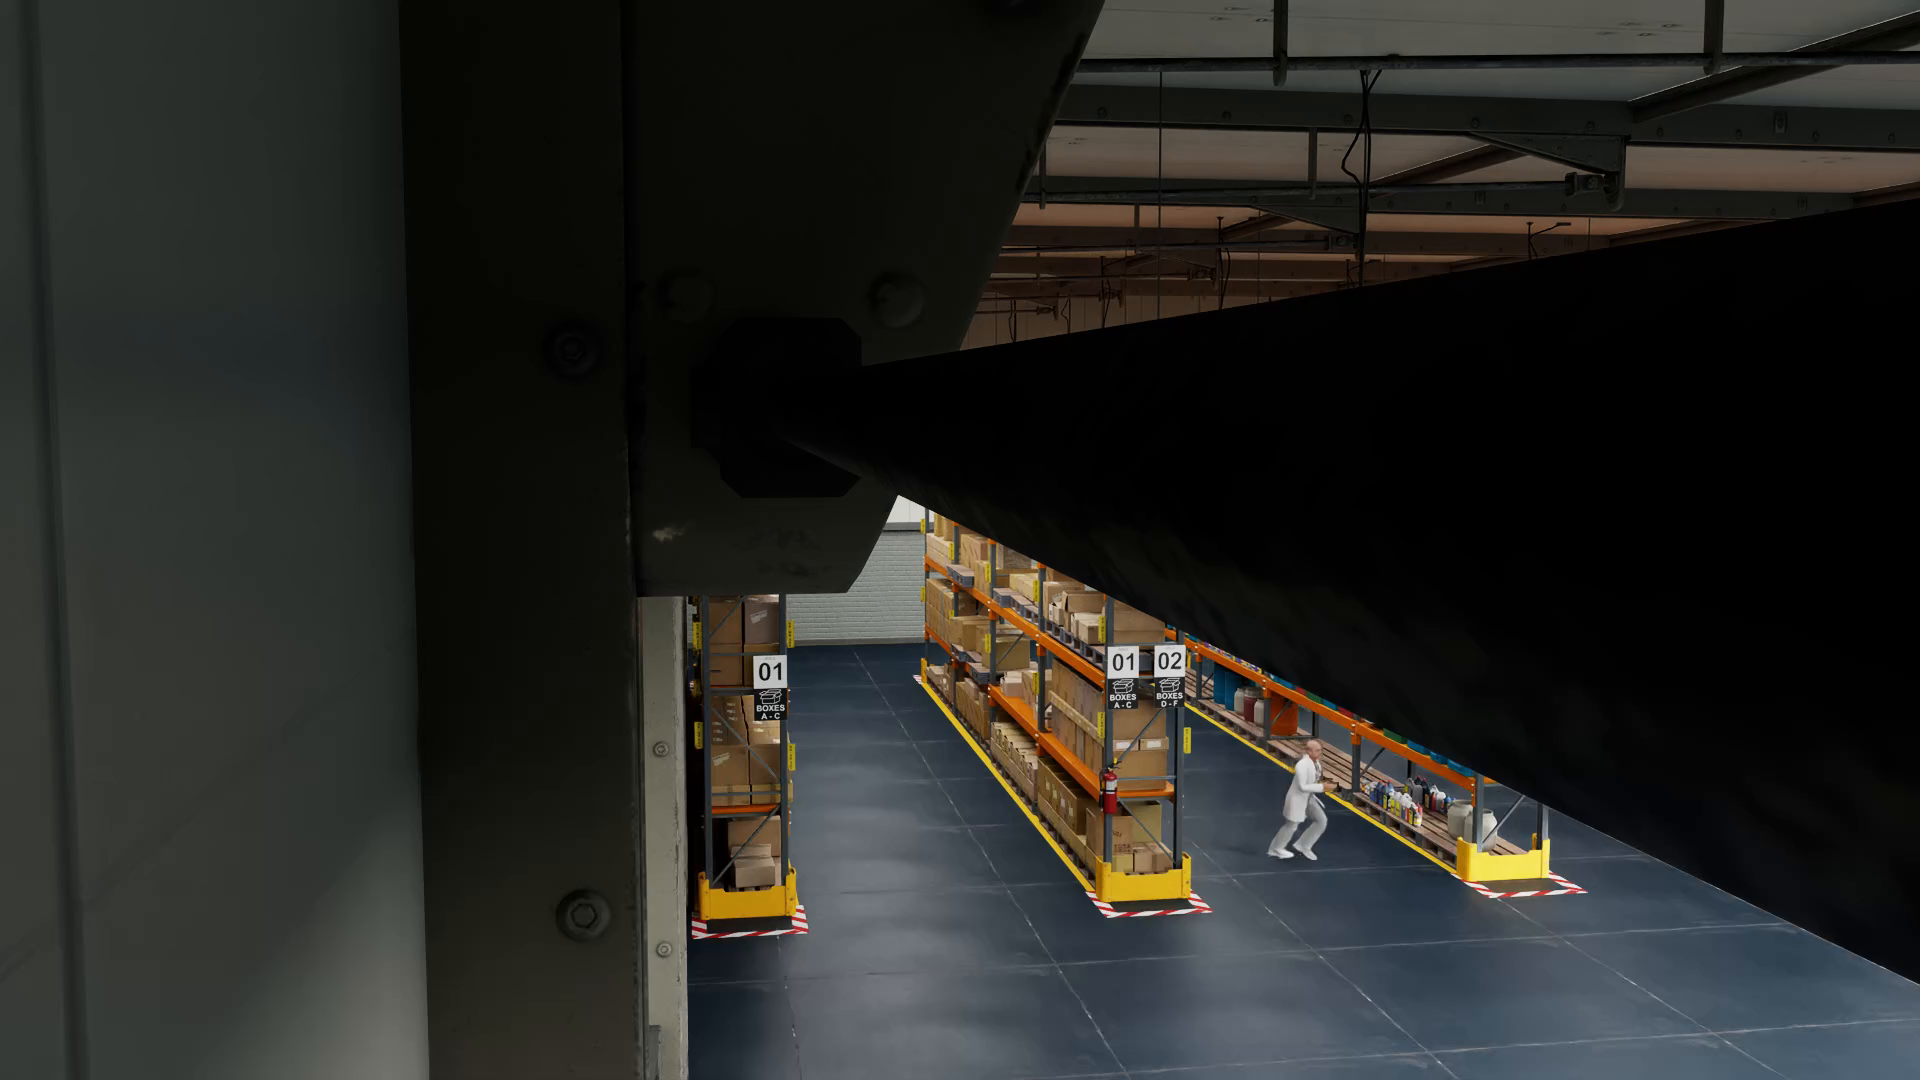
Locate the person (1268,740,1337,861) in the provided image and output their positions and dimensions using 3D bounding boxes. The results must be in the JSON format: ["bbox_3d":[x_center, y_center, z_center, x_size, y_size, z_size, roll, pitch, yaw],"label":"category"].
[{"bbox_3d":[4.629,3.512,22.403,1.006,1.697,0.705,4,7,41],"label":"person"}]

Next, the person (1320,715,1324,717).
[{"bbox_3d":[7.294,2.701,32.636,0.676,1.575,0.518,1,5,10],"label":"person"}]

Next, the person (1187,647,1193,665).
[{"bbox_3d":[5.226,2.188,38.690,0.582,1.507,0.627,-5,7,-43],"label":"person"}]
